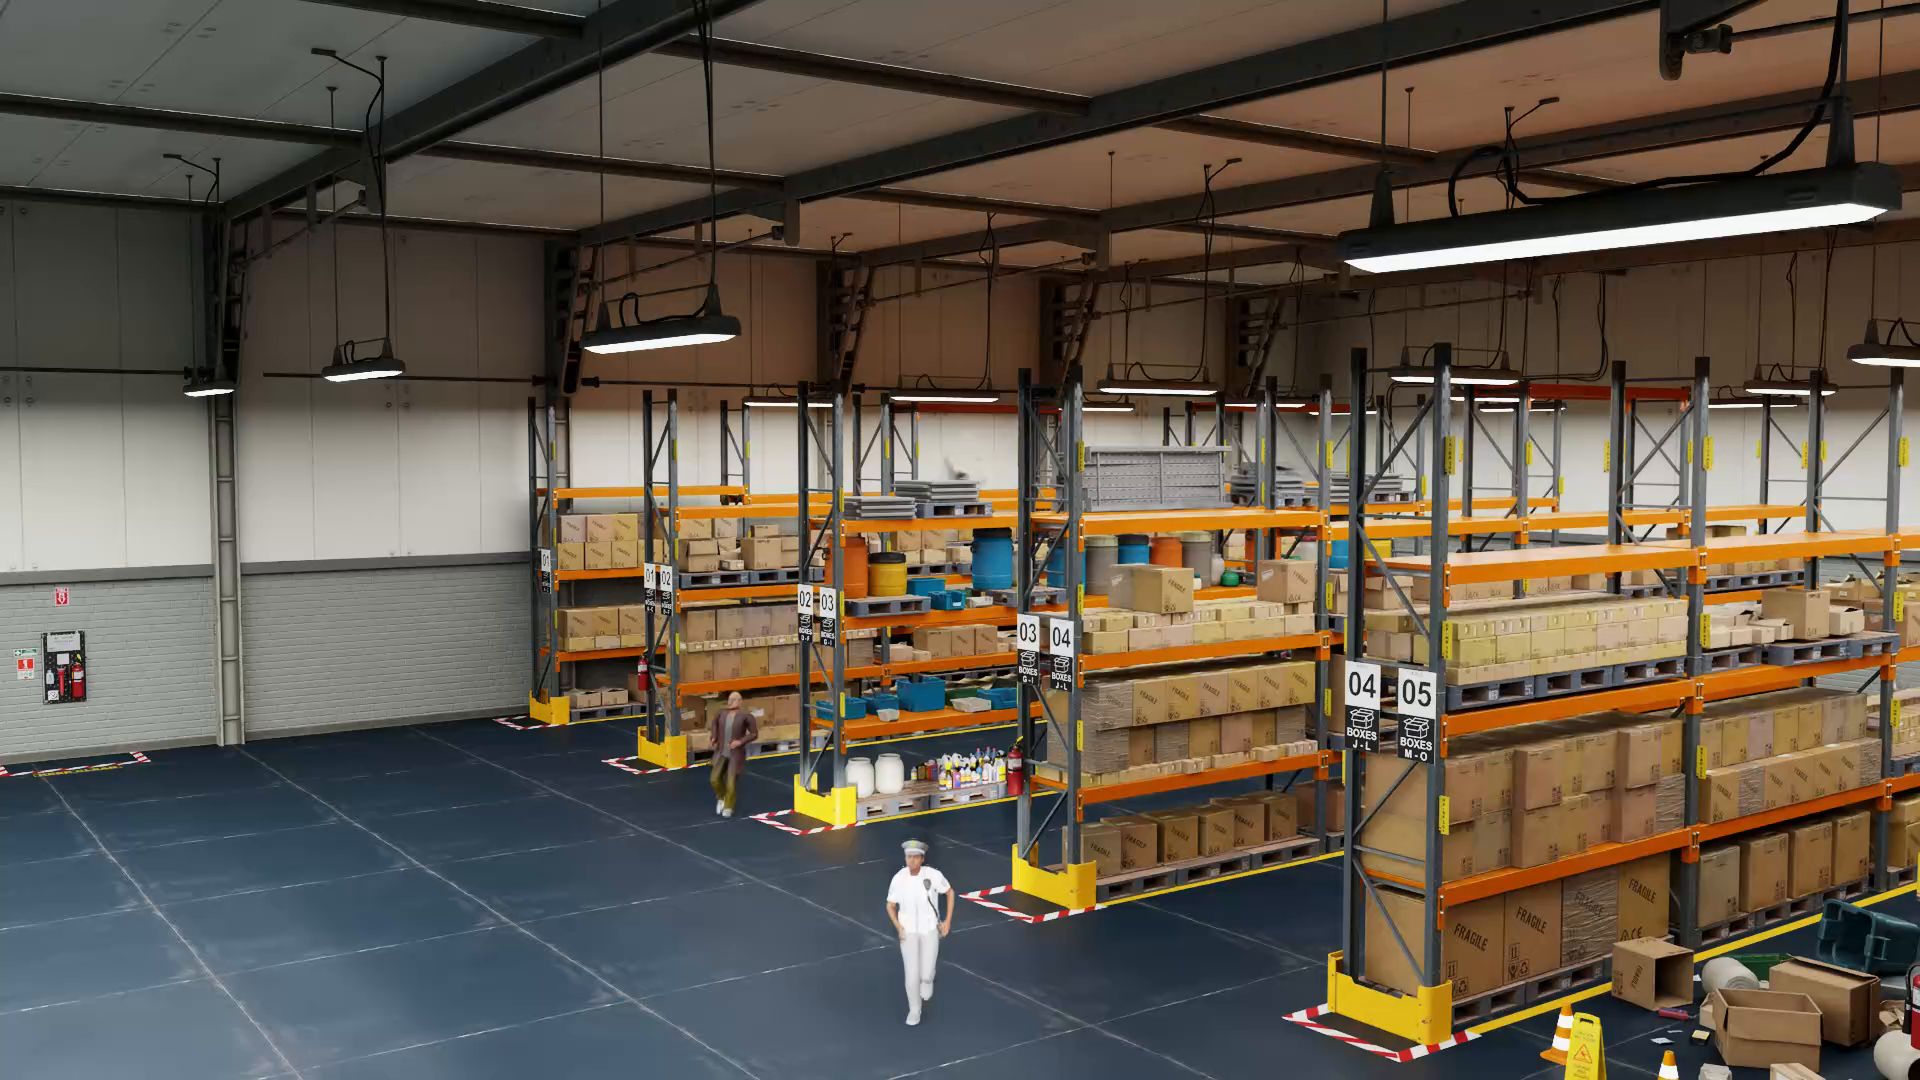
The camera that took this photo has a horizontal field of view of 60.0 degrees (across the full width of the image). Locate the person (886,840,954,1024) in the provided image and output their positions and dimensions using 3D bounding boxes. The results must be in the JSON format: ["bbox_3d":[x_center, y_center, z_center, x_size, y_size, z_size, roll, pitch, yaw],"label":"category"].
[{"bbox_3d":[-0.359,3.471,14.780,0.597,1.664,0.626,0,3,4],"label":"person"}]

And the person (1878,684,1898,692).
[{"bbox_3d":[13.335,2.902,23.802,0.637,1.738,0.694,-2,4,-32],"label":"person"}]

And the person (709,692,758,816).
[{"bbox_3d":[-3.135,3.042,22.820,0.735,1.534,0.566,1,3,15],"label":"person"}]
